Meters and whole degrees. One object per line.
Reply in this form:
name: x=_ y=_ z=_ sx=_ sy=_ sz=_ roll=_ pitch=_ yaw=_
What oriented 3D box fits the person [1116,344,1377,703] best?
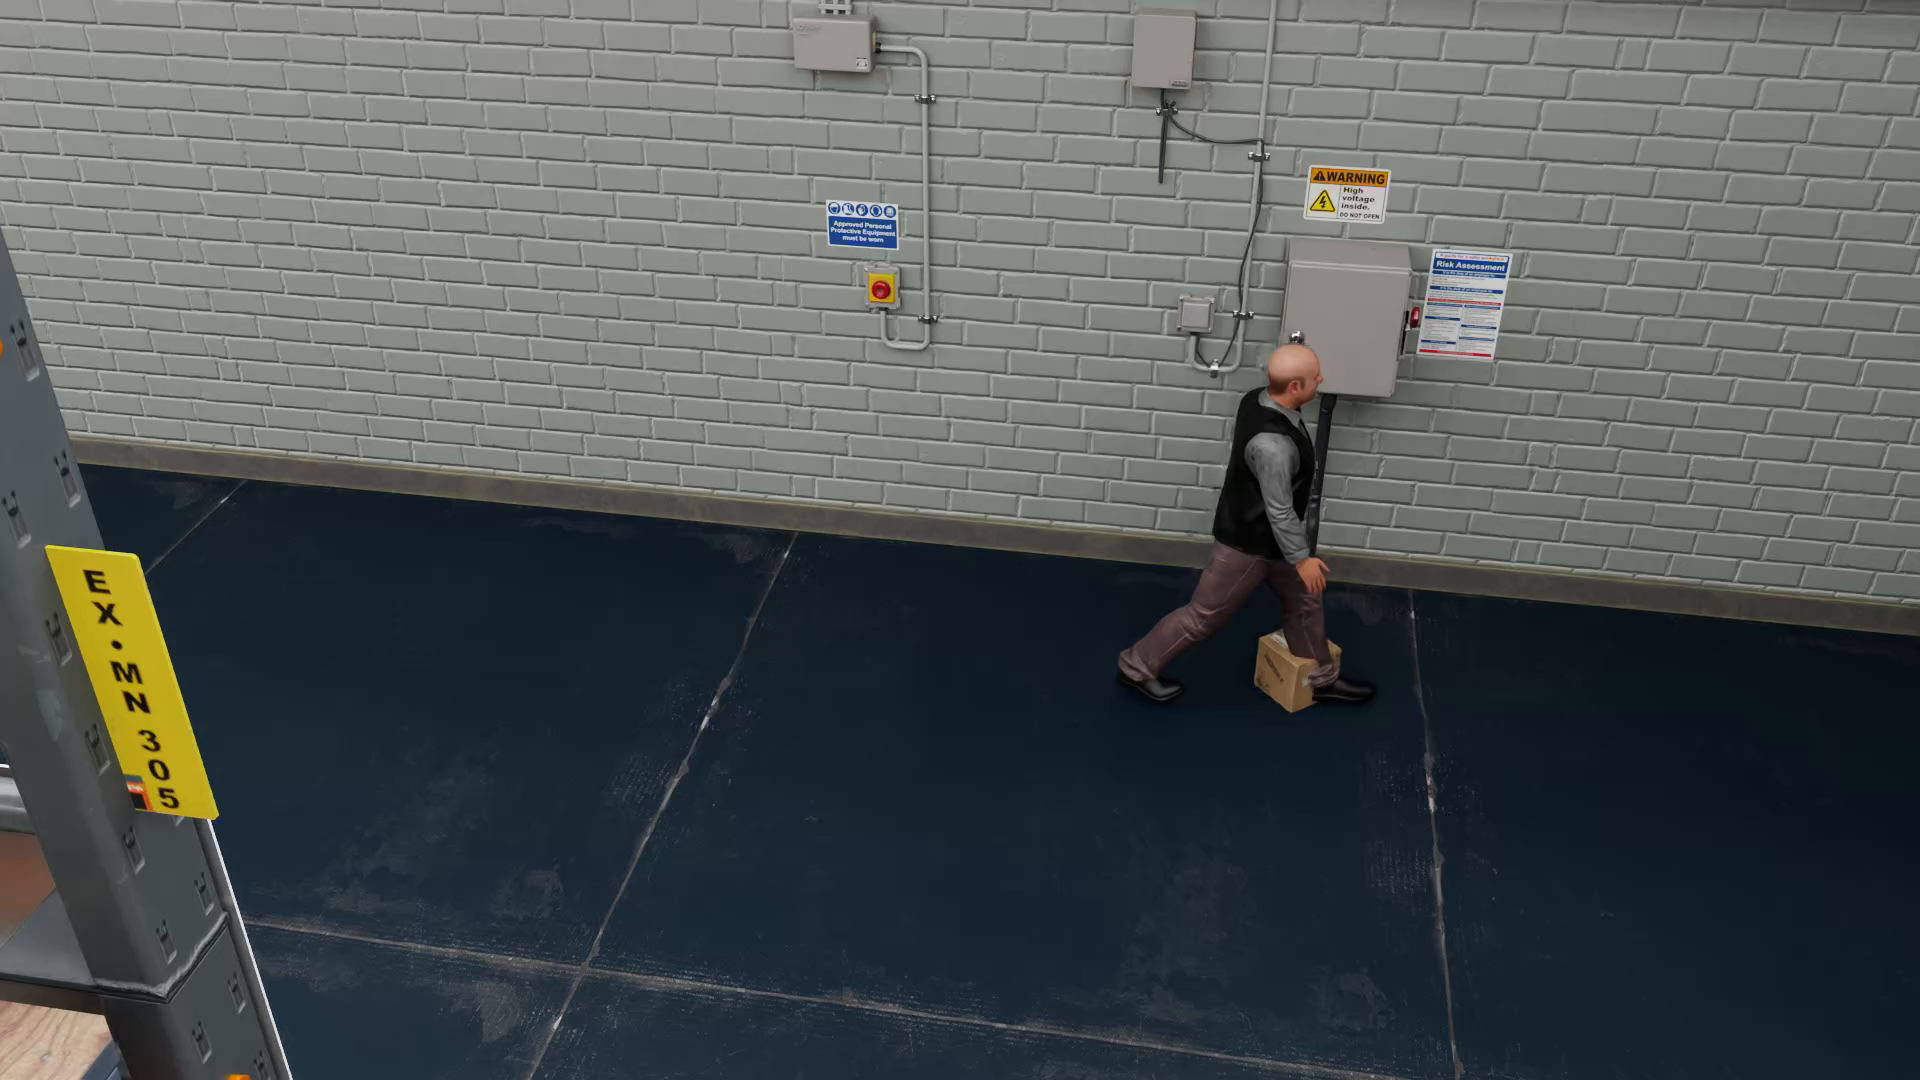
person: x=1.223 y=-0.024 z=6.703 sx=1.096 sy=1.665 sz=0.549 roll=7 pitch=33 yaw=11
